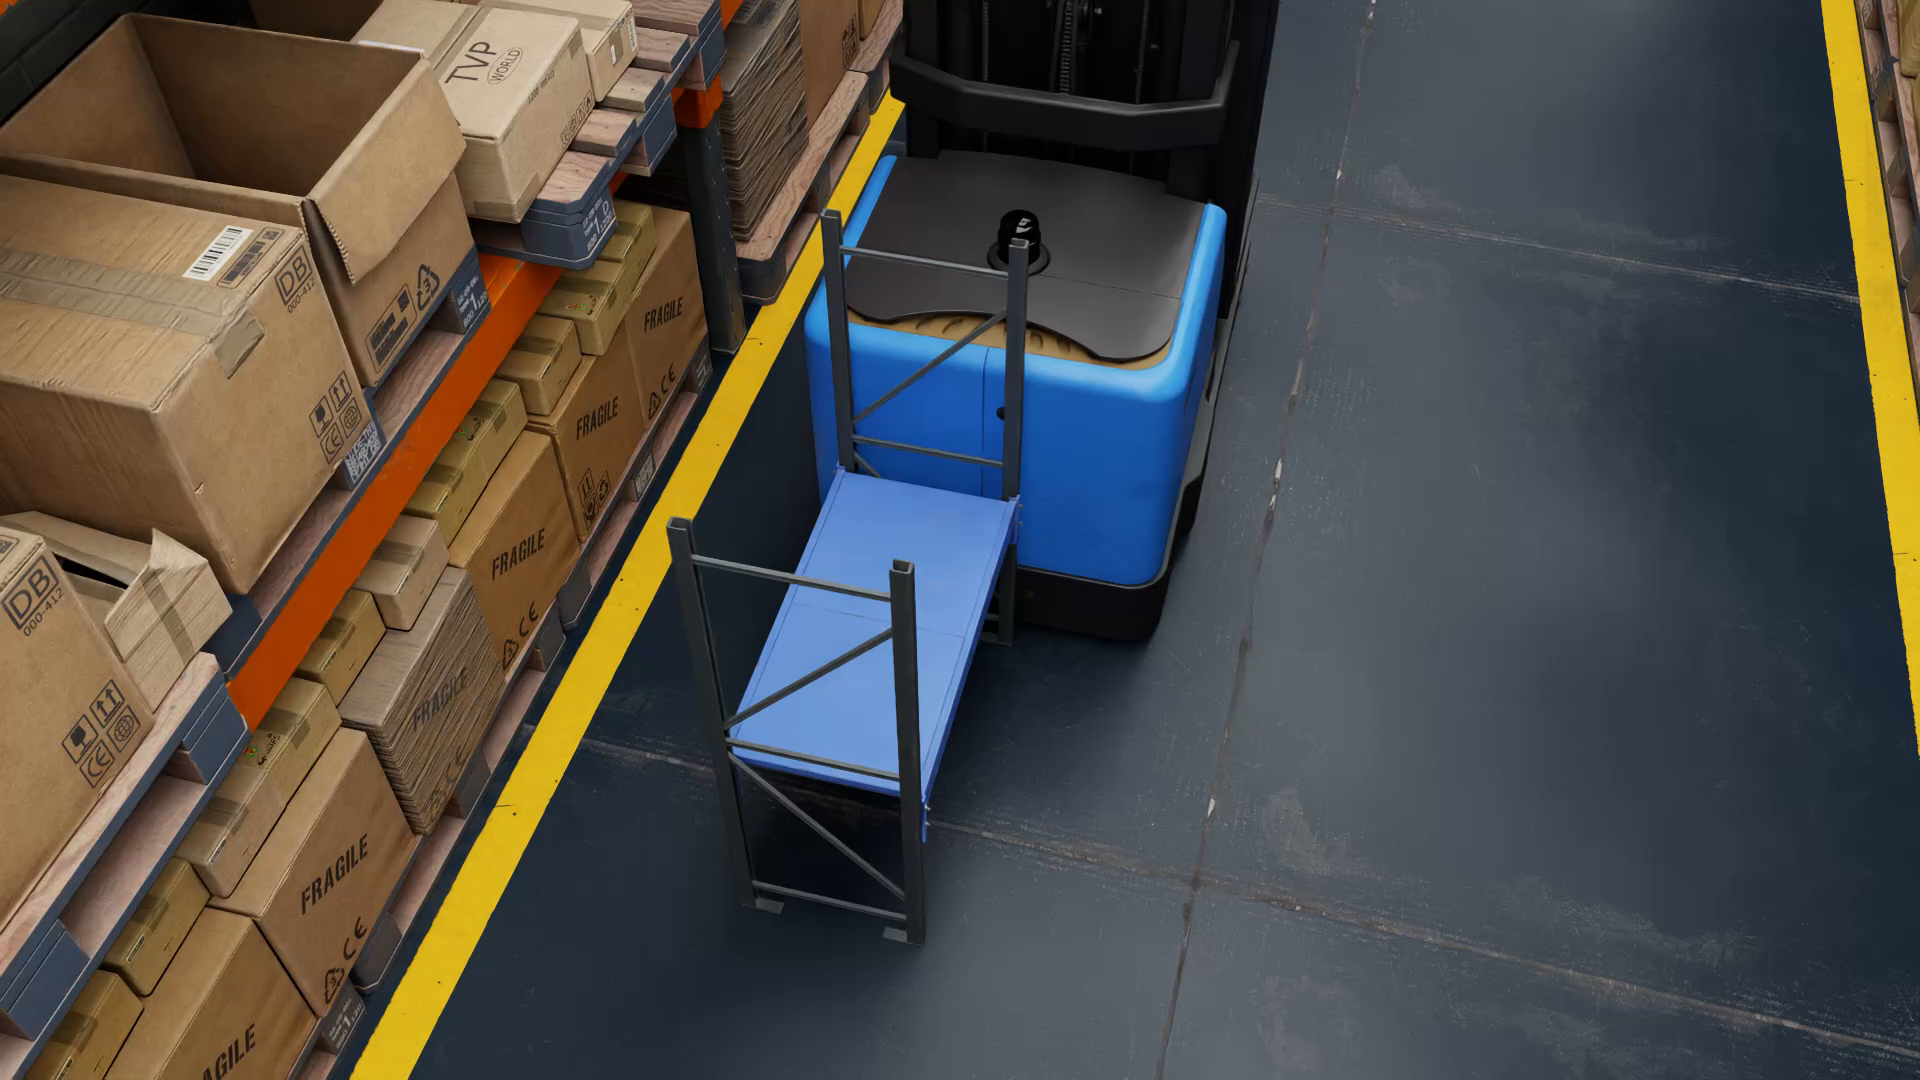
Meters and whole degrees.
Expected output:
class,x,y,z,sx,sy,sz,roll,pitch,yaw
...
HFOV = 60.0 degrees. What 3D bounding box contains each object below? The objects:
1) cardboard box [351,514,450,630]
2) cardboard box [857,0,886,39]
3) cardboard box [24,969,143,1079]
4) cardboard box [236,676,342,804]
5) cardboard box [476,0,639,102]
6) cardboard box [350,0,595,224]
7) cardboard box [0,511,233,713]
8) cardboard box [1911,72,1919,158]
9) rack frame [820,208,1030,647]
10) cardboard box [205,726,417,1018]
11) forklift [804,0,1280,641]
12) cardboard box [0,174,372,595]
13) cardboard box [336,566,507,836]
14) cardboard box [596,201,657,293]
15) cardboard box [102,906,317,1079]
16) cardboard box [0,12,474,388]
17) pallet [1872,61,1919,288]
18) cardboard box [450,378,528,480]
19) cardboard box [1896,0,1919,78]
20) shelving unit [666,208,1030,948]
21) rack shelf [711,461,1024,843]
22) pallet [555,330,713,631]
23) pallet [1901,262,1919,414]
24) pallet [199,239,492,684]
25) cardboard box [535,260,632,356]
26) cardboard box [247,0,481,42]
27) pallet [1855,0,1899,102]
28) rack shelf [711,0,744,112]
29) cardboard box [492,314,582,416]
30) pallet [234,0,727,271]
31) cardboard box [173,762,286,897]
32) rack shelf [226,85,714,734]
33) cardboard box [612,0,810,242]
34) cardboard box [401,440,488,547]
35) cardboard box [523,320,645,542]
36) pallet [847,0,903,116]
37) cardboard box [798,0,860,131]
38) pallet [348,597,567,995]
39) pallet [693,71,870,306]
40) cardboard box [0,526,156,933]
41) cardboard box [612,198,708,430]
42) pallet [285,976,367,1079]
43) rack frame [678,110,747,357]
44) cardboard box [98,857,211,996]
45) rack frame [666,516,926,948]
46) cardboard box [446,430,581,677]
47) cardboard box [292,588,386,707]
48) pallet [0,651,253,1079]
class,x,y,z,sx,sy,sz,roll,pitch,yaw
cardboard box,-1.514,0.057,4.153,0.380,0.149,0.250,9,49,8
cardboard box,-0.734,-2.540,6.795,0.875,0.625,0.625,10,49,8
cardboard box,-1.900,0.979,3.339,0.380,0.149,0.250,9,49,8
cardboard box,-1.671,0.426,3.828,0.380,0.149,0.250,13,50,11
cardboard box,-1.055,-1.282,4.268,0.380,0.149,0.250,12,50,11
cardboard box,-1.218,-1.039,3.987,0.500,0.250,0.500,9,49,8
cardboard box,-1.570,0.093,2.977,0.396,0.266,0.258,14,50,12
cardboard box,4.087,-1.559,6.098,0.950,0.372,0.625,13,50,11
rack frame,-0.084,-0.234,4.456,0.500,1.500,0.032,11,49,9
cardboard box,-1.695,0.752,3.973,0.500,0.500,0.500,10,49,9
forklift,0.431,-1.805,4.888,1.130,2.935,3.031,11,49,9
cardboard box,-1.620,-0.304,3.171,0.700,0.500,0.500,11,50,10
cardboard box,-1.552,0.378,4.303,0.500,0.500,0.500,10,49,9
cardboard box,-1.138,-0.896,4.995,0.380,0.149,0.250,9,49,8
cardboard box,-1.830,1.112,3.655,0.500,0.500,0.500,11,49,10
cardboard box,-1.504,-0.733,3.547,0.797,0.503,0.637,11,49,9
pallet,4.067,-1.322,6.276,1.003,0.211,1.213,12,50,10
cardboard box,-1.405,-0.329,4.494,0.380,0.149,0.250,13,50,11
cardboard box,4.268,-2.062,6.542,0.950,0.372,0.625,14,50,12
shelving unit,-0.209,0.135,4.130,0.538,1.500,1.048,11,49,9
rack shelf,-0.209,0.254,4.265,0.538,0.185,1.000,11,49,9
pallet,-1.486,-0.322,5.393,1.003,0.211,1.213,12,50,10
pallet,3.744,-0.442,5.500,1.003,0.211,1.213,12,50,10
pallet,-1.760,-0.306,3.647,1.003,0.211,1.213,12,50,10
cardboard box,-1.180,-0.693,4.815,0.380,0.149,0.250,9,49,8
cardboard box,-1.539,-1.608,4.321,0.500,0.500,0.500,14,50,12
pallet,4.386,-2.207,7.057,1.003,0.211,1.213,12,50,10
rack shelf,-0.726,-2.986,6.364,1.077,0.370,4.000,12,50,10
cardboard box,-1.292,-0.511,4.655,0.380,0.149,0.250,10,49,9
pallet,-1.363,-1.209,4.445,1.213,0.211,1.003,12,50,10
cardboard box,-1.739,0.605,3.670,0.380,0.149,0.250,11,50,10
rack shelf,-1.779,-0.092,3.811,1.077,0.370,4.000,12,50,10
cardboard box,-1.075,-1.579,5.946,0.875,0.625,0.625,13,50,11
cardboard box,-1.471,-0.148,4.335,0.380,0.149,0.250,11,49,9
cardboard box,-1.298,-0.381,4.972,0.500,0.500,0.500,11,49,9
pallet,-0.675,-2.322,7.158,1.003,0.211,1.213,12,50,10
cardboard box,-0.911,-2.053,6.365,0.875,0.625,0.625,13,50,11
pallet,-1.809,0.558,4.617,1.003,0.211,1.213,12,50,10
pallet,-0.998,-1.442,6.382,1.003,0.211,1.213,12,50,10
cardboard box,-1.826,0.264,2.670,0.700,0.500,0.500,12,50,10
cardboard box,-1.157,-0.740,5.290,0.500,0.500,0.500,13,50,11
pallet,-2.128,1.443,3.835,1.003,0.211,1.213,12,50,10
rack frame,-1.253,-1.777,4.818,1.000,3.000,0.127,12,50,10
cardboard box,-1.841,0.778,3.517,0.380,0.149,0.250,11,49,9
rack frame,-0.334,0.505,3.804,0.500,1.500,0.032,11,49,9
cardboard box,-1.434,-0.001,4.638,0.500,0.500,0.500,14,50,12
cardboard box,-1.628,0.225,4.005,0.380,0.149,0.250,12,50,10
pallet,-1.990,0.623,2.827,1.003,0.211,1.213,12,50,10
